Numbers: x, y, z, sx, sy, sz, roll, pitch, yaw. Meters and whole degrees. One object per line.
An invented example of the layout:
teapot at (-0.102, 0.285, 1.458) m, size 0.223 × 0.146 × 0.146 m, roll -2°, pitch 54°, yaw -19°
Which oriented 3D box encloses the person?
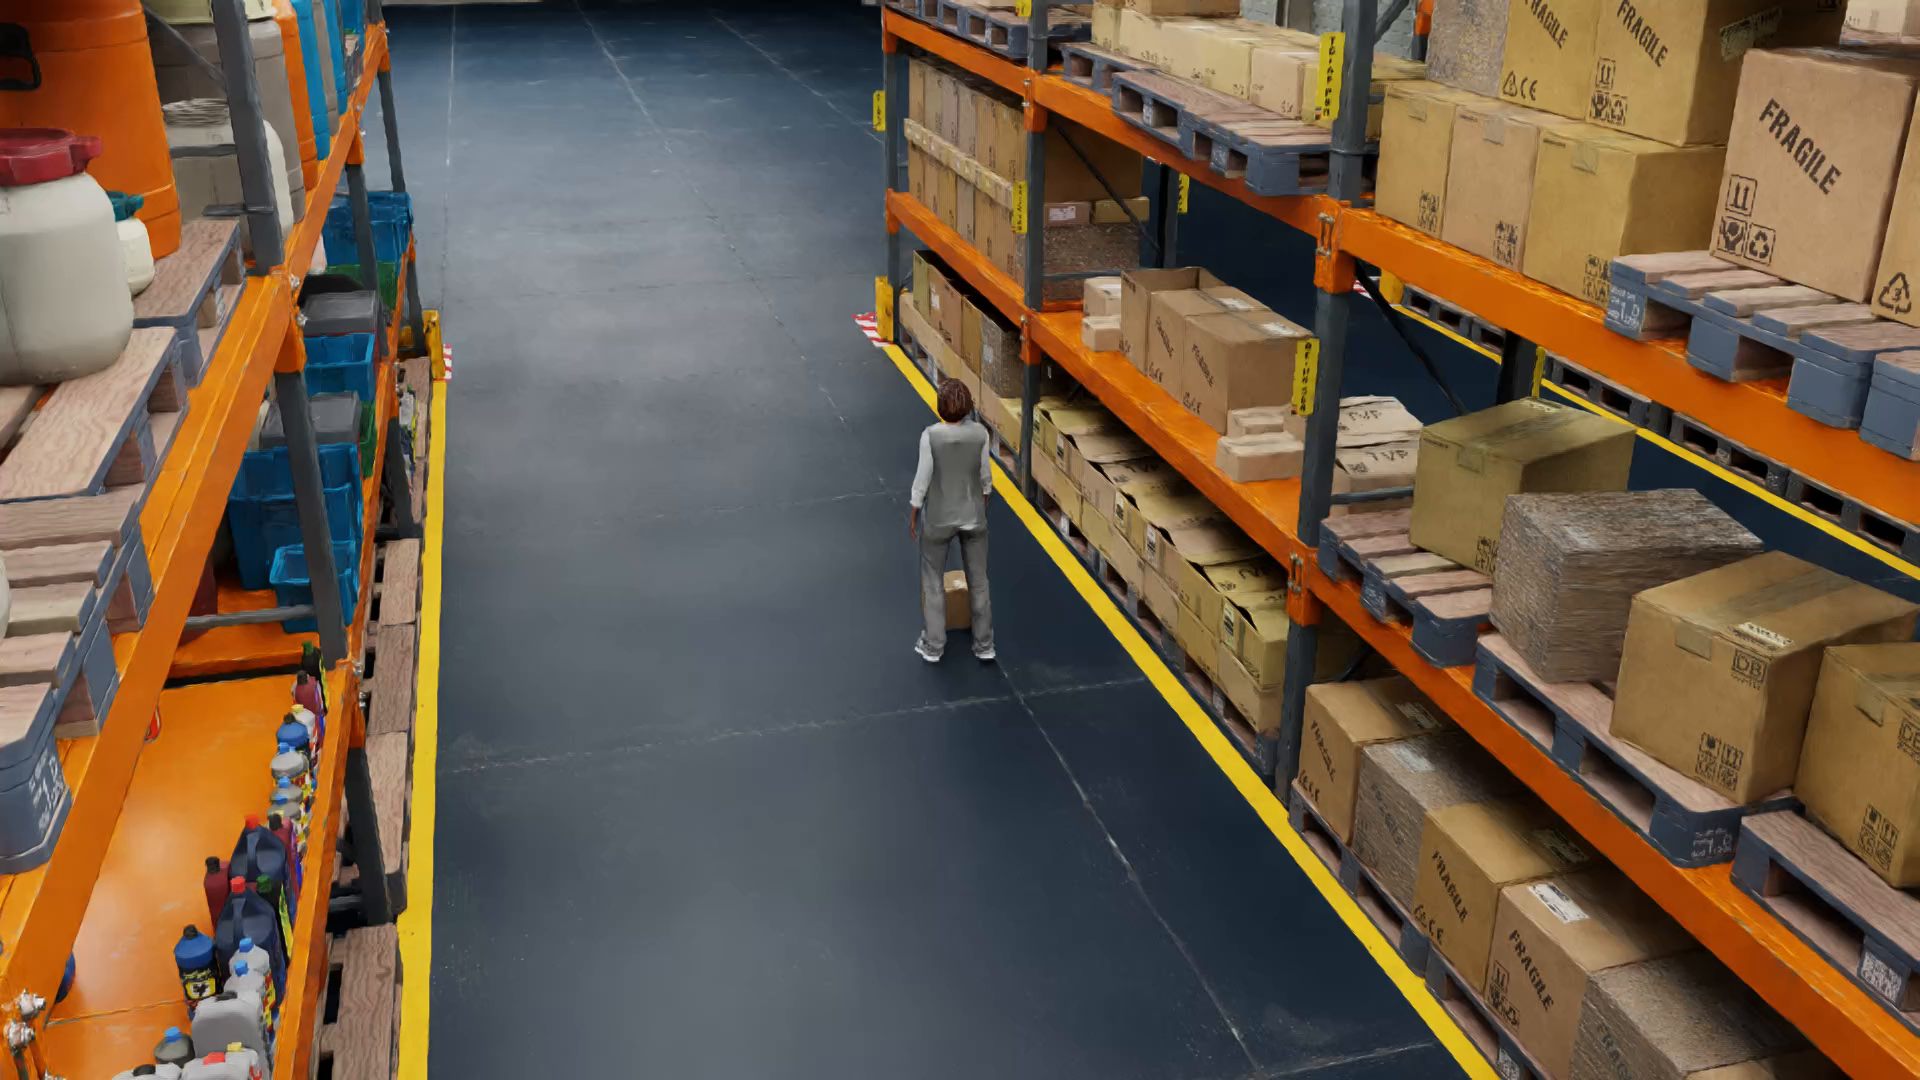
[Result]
person at (-0.046, -0.087, 8.847) m, size 0.445 × 1.629 × 0.359 m, roll -6°, pitch 24°, yaw -13°
